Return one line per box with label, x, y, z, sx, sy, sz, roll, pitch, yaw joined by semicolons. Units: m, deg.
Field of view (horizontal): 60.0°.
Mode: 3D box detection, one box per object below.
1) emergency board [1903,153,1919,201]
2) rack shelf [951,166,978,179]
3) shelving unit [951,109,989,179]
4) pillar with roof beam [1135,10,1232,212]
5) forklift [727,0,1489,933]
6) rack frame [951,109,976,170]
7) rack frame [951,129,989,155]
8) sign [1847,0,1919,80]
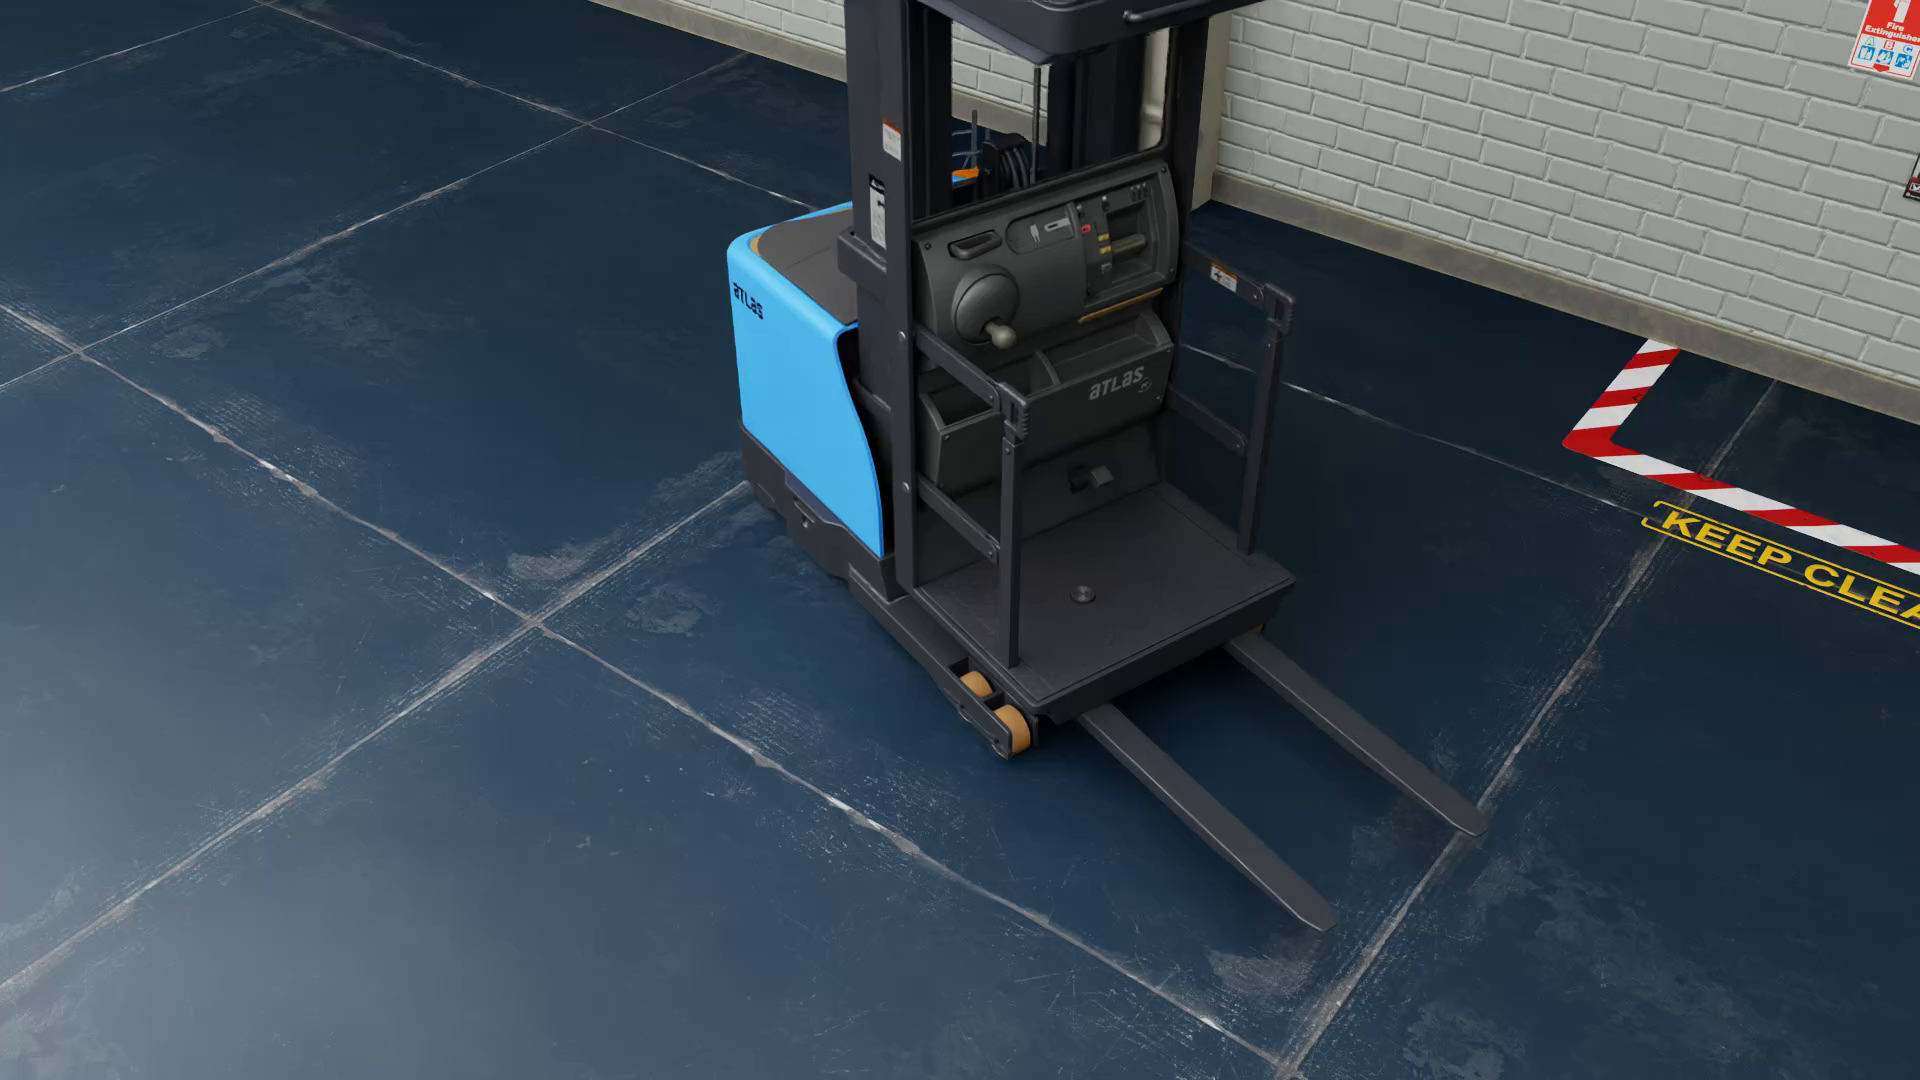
emergency board;3.875;-1.645;5.917;0.626;1.169;0.157;25;45;29
rack shelf;-0.029;-1.366;6.509;0.258;0.103;0.180;-9;39;-12
shelving unit;-0.029;-1.117;6.703;0.258;1.200;0.189;-9;39;-12
pillar with roof beam;-1.571;-3.189;3.024;0.400;9.000;9.100;25;45;29
forklift;0.406;-0.796;4.889;1.130;2.935;3.031;-23;44;-26
rack frame;-0.053;-1.171;6.773;0.240;1.200;0.006;-9;39;-12
rack frame;-0.005;-1.063;6.633;0.240;1.200;0.006;-9;39;-12
sign;3.494;-1.904;6.220;0.234;0.329;0.001;25;45;29
